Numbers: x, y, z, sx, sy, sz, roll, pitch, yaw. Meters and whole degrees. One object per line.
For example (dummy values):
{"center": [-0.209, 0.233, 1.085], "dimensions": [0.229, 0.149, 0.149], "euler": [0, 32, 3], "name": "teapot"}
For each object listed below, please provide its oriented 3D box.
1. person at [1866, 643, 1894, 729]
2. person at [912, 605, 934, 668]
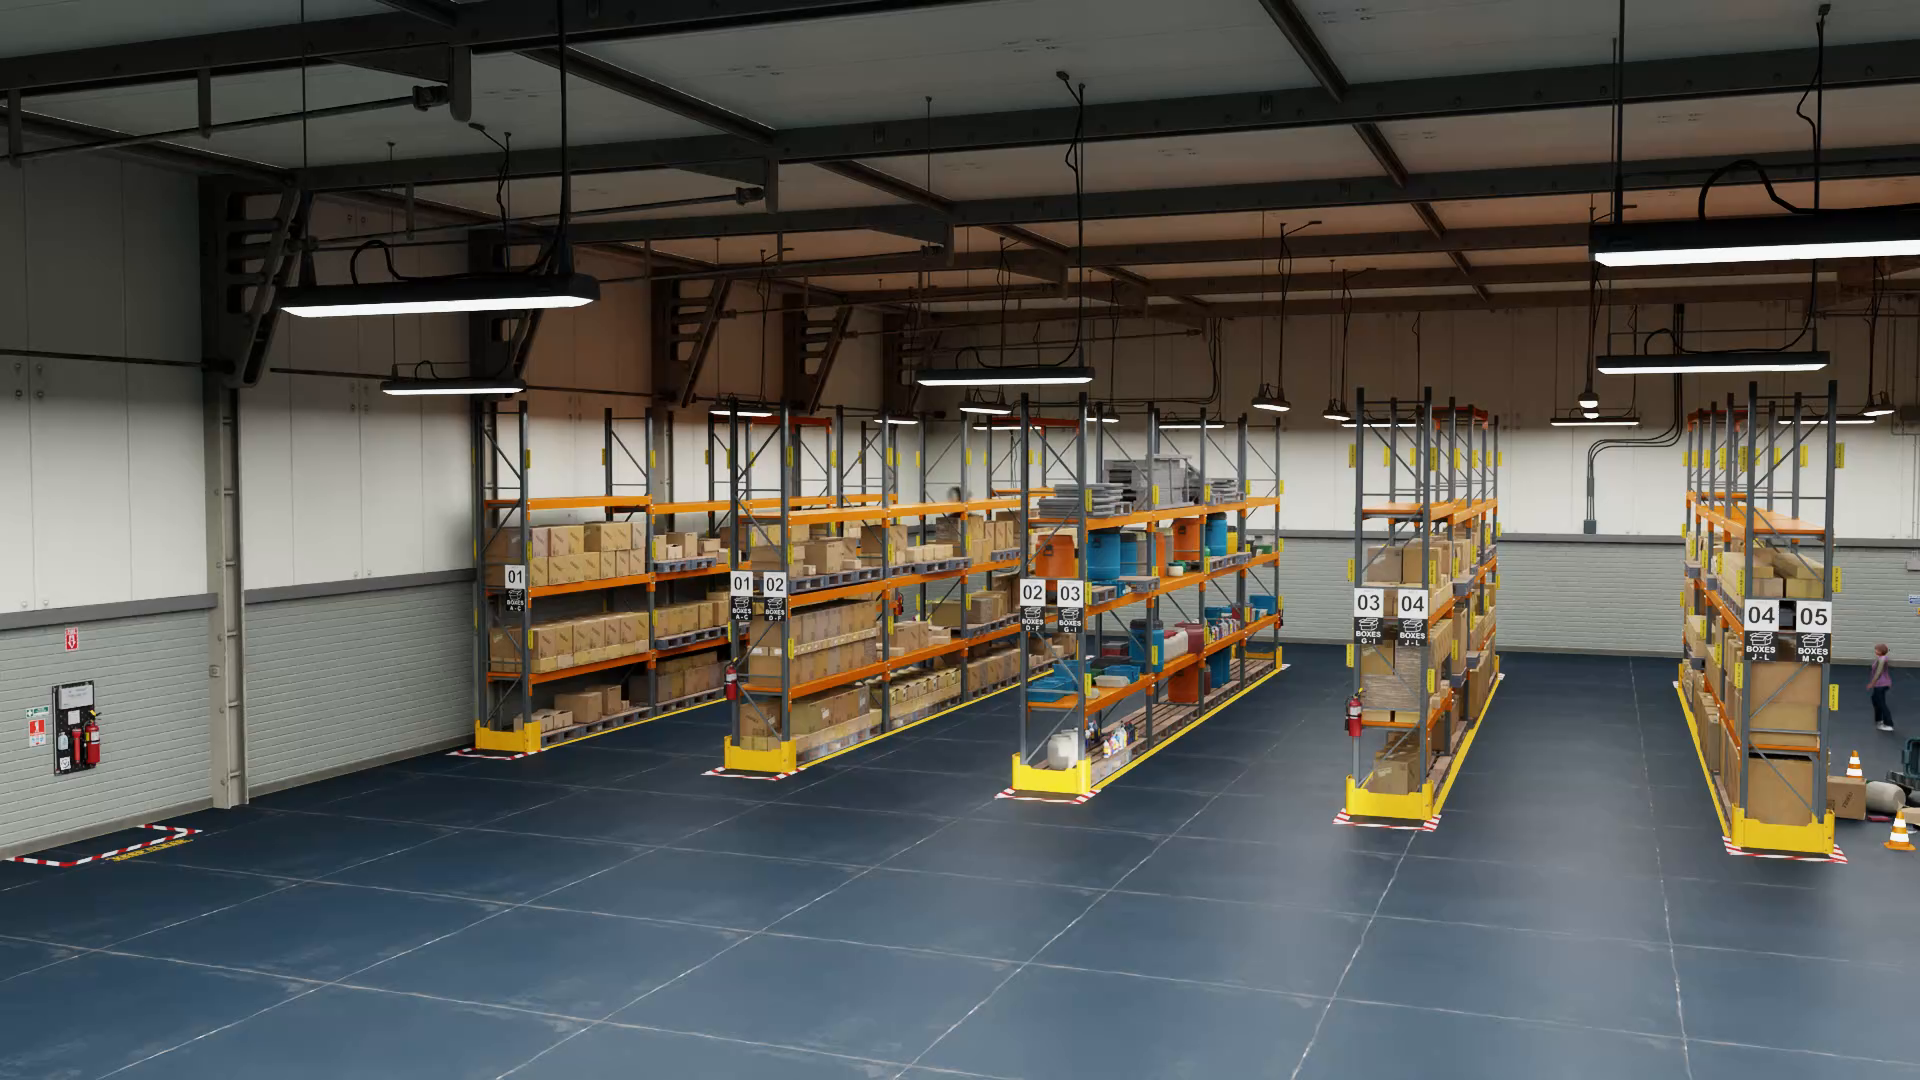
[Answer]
{"center": [17.000, 2.720, 30.674], "dimensions": [0.493, 1.635, 0.496], "euler": [-2, 3, -28], "name": "person"}
{"center": [-0.835, 2.287, 38.096], "dimensions": [0.694, 1.706, 1.058], "euler": [1, 3, 19], "name": "person"}
